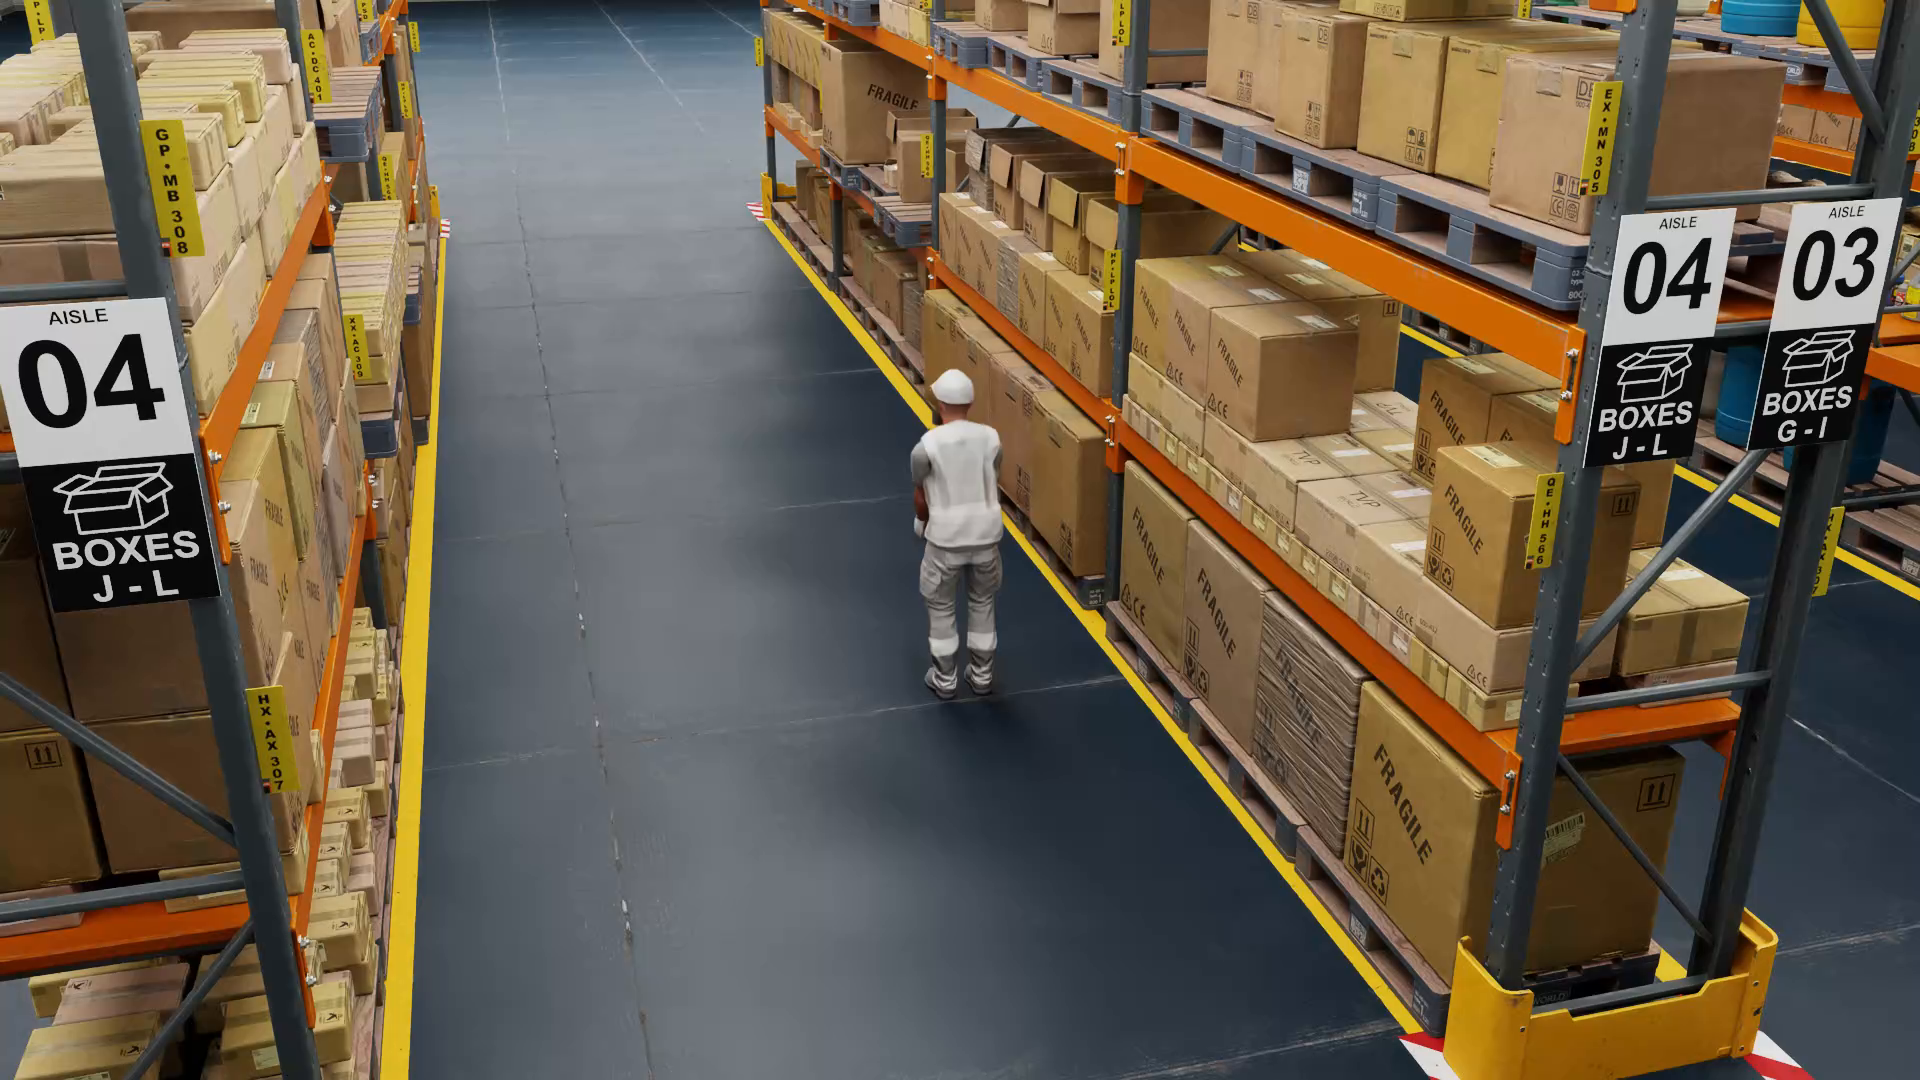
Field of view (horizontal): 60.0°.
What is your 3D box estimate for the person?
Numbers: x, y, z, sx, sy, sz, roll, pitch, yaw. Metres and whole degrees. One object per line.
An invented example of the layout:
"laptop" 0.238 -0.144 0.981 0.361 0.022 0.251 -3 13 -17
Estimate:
"person" -0.027 -0.033 8.661 0.491 1.773 0.577 -7 24 -15
